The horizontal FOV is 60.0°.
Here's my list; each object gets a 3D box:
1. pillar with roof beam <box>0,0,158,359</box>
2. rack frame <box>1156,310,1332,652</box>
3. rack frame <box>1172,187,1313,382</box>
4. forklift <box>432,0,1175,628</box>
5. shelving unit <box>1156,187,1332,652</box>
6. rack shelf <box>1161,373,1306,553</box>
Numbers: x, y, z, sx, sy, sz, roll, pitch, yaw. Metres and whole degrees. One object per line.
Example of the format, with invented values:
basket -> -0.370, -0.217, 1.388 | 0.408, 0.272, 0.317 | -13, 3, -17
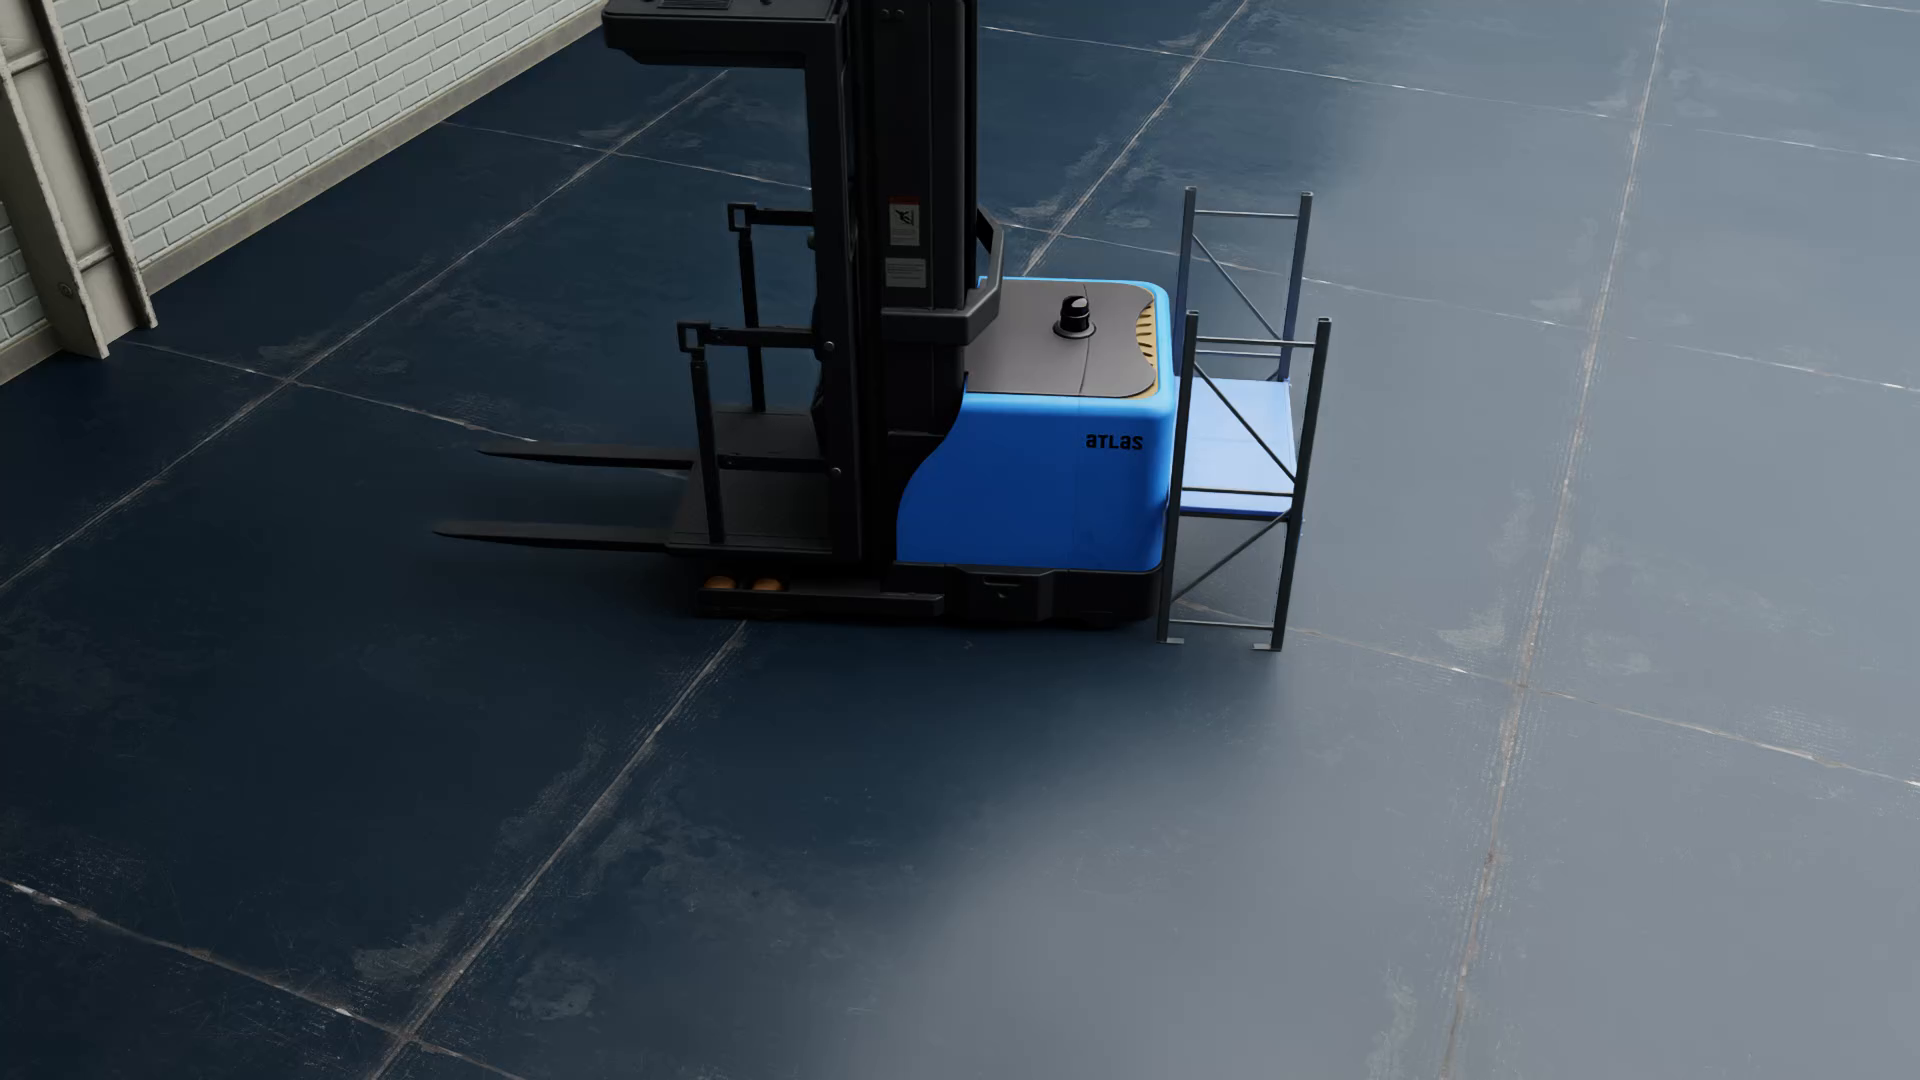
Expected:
pillar with roof beam -> -0.464, -3.690, 4.671 | 9.100, 9.000, 0.400 | 14, 39, 18
rack frame -> 1.040, -0.179, 6.236 | 0.500, 1.500, 0.032 | 4, 37, 5
rack frame -> 1.148, -0.784, 7.046 | 0.500, 1.500, 0.032 | 4, 37, 5
forklift -> -0.666, -1.164, 6.359 | 3.031, 2.935, 1.130 | 2, 37, 3
shelving unit -> 1.094, -0.481, 6.641 | 0.538, 1.500, 1.048 | 4, 37, 5
rack shelf -> 1.094, -0.337, 6.749 | 0.538, 0.185, 1.000 | 4, 37, 5
